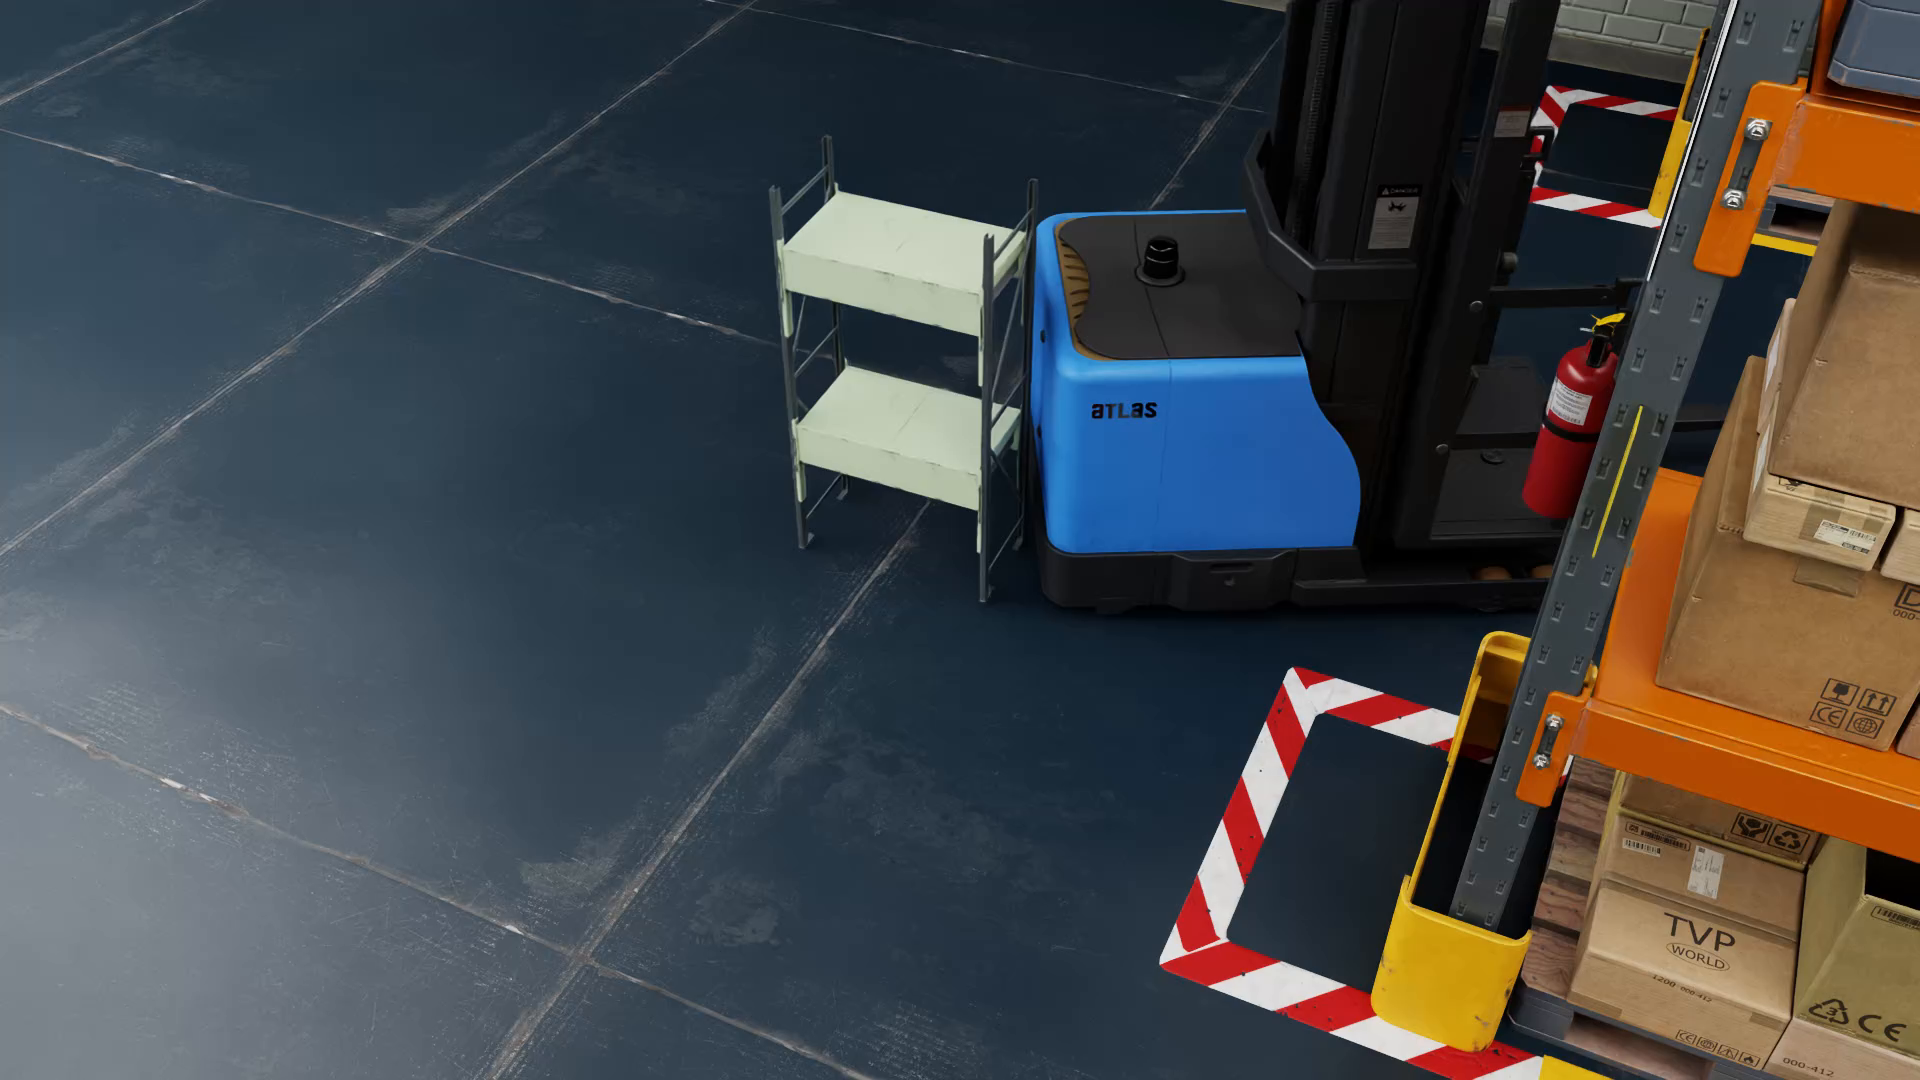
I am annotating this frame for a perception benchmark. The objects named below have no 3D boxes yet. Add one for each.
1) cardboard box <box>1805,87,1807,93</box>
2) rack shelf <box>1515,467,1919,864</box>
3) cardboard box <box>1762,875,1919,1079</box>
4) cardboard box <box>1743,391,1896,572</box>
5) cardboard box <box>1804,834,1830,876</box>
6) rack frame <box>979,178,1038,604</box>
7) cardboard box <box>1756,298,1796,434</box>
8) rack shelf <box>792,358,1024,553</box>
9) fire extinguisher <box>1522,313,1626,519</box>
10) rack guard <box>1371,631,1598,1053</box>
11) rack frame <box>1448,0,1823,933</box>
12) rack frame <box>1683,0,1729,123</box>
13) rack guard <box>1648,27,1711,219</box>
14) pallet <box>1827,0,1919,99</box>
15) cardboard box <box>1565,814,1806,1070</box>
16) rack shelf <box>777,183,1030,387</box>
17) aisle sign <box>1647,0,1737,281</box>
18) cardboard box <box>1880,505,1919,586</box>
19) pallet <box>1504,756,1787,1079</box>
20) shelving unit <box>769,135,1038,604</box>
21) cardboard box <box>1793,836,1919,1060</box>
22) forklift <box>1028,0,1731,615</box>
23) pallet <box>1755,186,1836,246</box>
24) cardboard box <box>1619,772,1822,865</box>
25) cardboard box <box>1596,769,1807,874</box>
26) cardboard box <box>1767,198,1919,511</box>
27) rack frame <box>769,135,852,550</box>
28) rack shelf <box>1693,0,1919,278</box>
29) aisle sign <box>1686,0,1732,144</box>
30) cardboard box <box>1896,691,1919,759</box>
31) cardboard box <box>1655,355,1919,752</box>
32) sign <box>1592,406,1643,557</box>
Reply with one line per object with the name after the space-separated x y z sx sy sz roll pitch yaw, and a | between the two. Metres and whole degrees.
4.251 -1.932 7.906 0.500 0.311 0.500 12 42 14 | cardboard box
3.384 0.740 3.655 4.000 0.370 1.077 17 44 19 | rack shelf
2.418 1.212 4.341 0.500 0.250 0.500 17 44 19 | cardboard box
1.836 -0.132 3.540 0.250 0.149 0.380 17 44 18 | cardboard box
2.640 0.899 4.701 0.500 0.250 0.500 17 44 19 | cardboard box
0.159 -0.461 5.636 0.023 1.500 0.400 16 43 18 | rack frame
1.998 -0.376 3.822 0.250 0.149 0.380 16 44 18 | cardboard box
-0.176 -0.310 5.960 0.720 0.370 0.431 16 43 18 | rack shelf
1.661 -0.365 4.440 0.183 0.674 0.296 17 44 19 | fire extinguisher
1.550 0.853 4.885 0.348 0.500 1.175 17 44 19 | rack guard
1.571 -0.085 4.058 0.127 3.000 1.000 17 44 19 | rack frame
3.662 -3.027 7.452 0.127 3.000 1.000 17 44 19 | rack frame
3.731 -2.061 8.246 0.348 0.500 1.175 17 44 19 | rack guard
2.201 -0.974 2.861 1.213 0.211 1.003 17 44 19 | pallet
1.963 1.075 4.498 0.500 0.250 0.500 17 44 19 | cardboard box
-0.176 -0.851 5.491 0.720 0.370 0.431 16 43 18 | rack shelf
1.382 -0.904 3.018 0.004 0.787 0.394 17 44 19 | aisle sign
2.076 -0.060 3.458 0.250 0.149 0.380 16 43 18 | cardboard box
2.282 1.155 4.756 1.213 0.211 1.003 17 44 19 | pallet
-0.176 -0.556 5.746 0.755 1.500 0.431 16 43 18 | shelving unit
2.417 0.929 4.094 0.500 0.500 0.500 17 44 19 | cardboard box
1.788 -1.198 5.394 3.031 2.935 1.130 -2 41 -2 | forklift
4.453 -1.706 8.057 1.213 0.211 1.003 17 44 19 | pallet
2.183 0.483 4.608 0.500 0.500 0.500 17 44 19 | cardboard box
2.182 0.768 4.852 0.500 0.250 0.500 17 44 19 | cardboard box
2.037 -0.462 3.426 0.500 0.500 0.700 17 44 19 | cardboard box
-0.512 -0.652 5.857 0.023 1.500 0.400 16 43 18 | rack frame
3.384 -0.393 2.673 4.000 0.370 1.077 17 44 19 | rack shelf
1.636 -1.260 3.429 0.004 0.787 0.394 17 44 19 | aisle sign
2.467 0.156 3.703 0.500 0.500 0.700 18 44 20 | cardboard box
1.989 0.014 3.868 0.500 0.500 0.700 17 44 19 | cardboard box
1.331 -0.115 3.371 0.005 0.325 0.100 17 44 19 | sign
